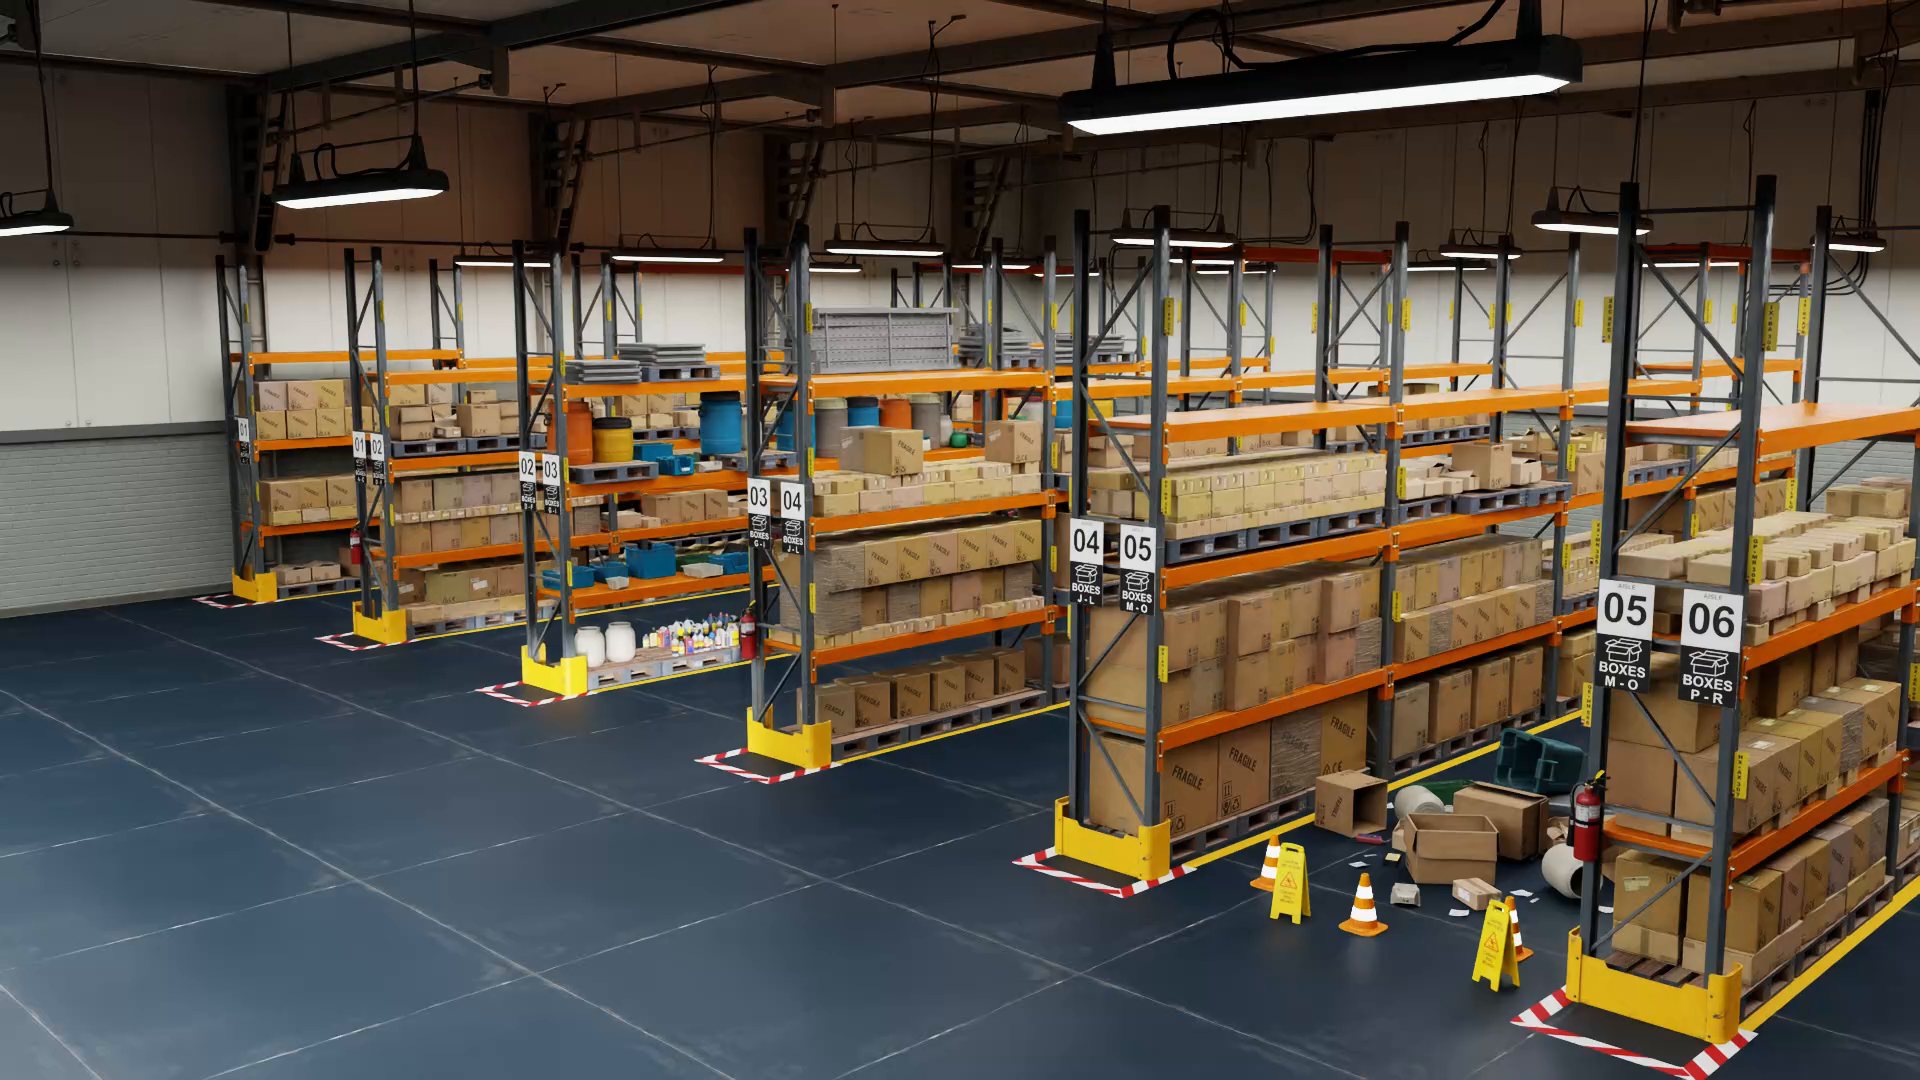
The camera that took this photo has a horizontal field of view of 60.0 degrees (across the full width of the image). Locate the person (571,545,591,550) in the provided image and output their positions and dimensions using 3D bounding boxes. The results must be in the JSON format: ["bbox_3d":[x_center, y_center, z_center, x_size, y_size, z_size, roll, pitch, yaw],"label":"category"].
[{"bbox_3d":[-7.392,-0.259,32.115,0.509,1.751,0.592,-5,9,-30],"label":"person"}]

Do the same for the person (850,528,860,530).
[{"bbox_3d":[-1.653,0.411,27.454,0.574,1.747,0.533,3,9,22],"label":"person"}]
